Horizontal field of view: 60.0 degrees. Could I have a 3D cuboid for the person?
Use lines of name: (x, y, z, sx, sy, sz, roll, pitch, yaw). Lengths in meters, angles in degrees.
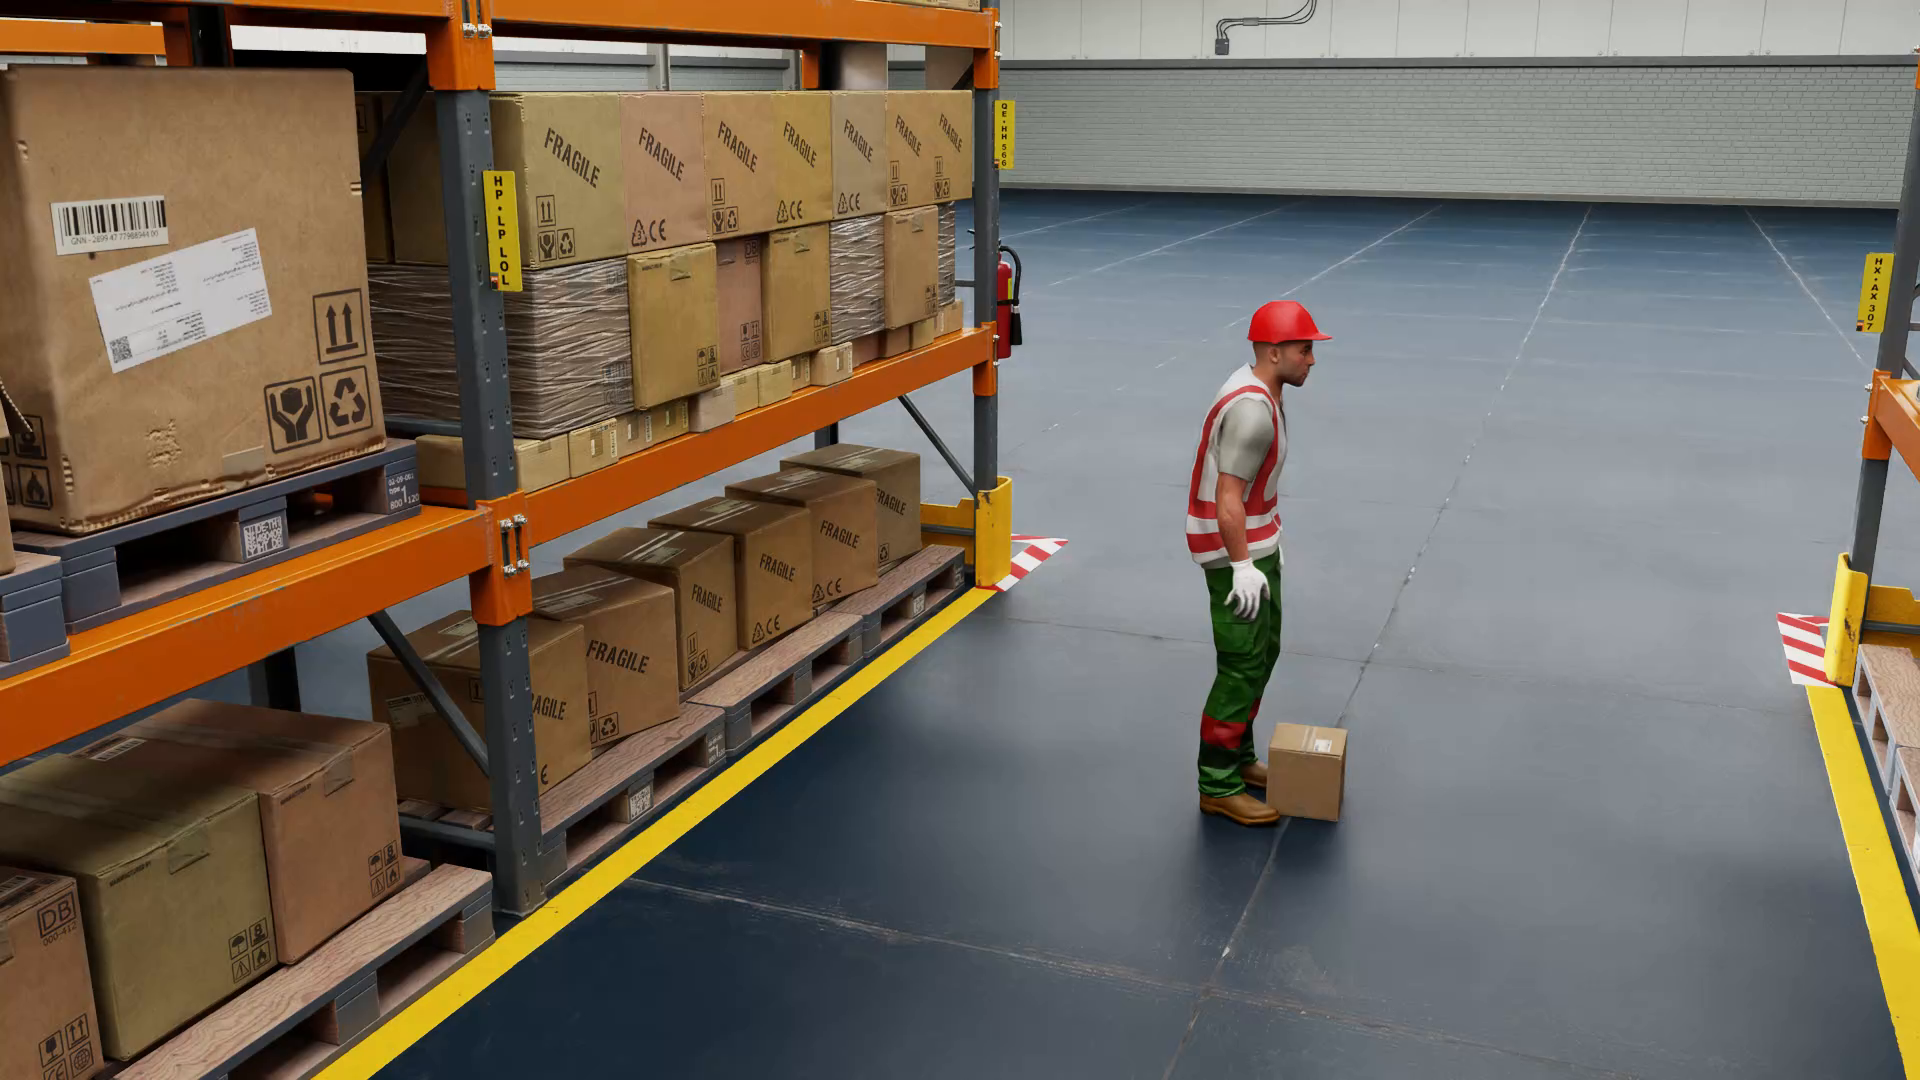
person: (1.018, 0.059, 5.781, 0.452, 1.778, 0.613, 5, 16, 17)
